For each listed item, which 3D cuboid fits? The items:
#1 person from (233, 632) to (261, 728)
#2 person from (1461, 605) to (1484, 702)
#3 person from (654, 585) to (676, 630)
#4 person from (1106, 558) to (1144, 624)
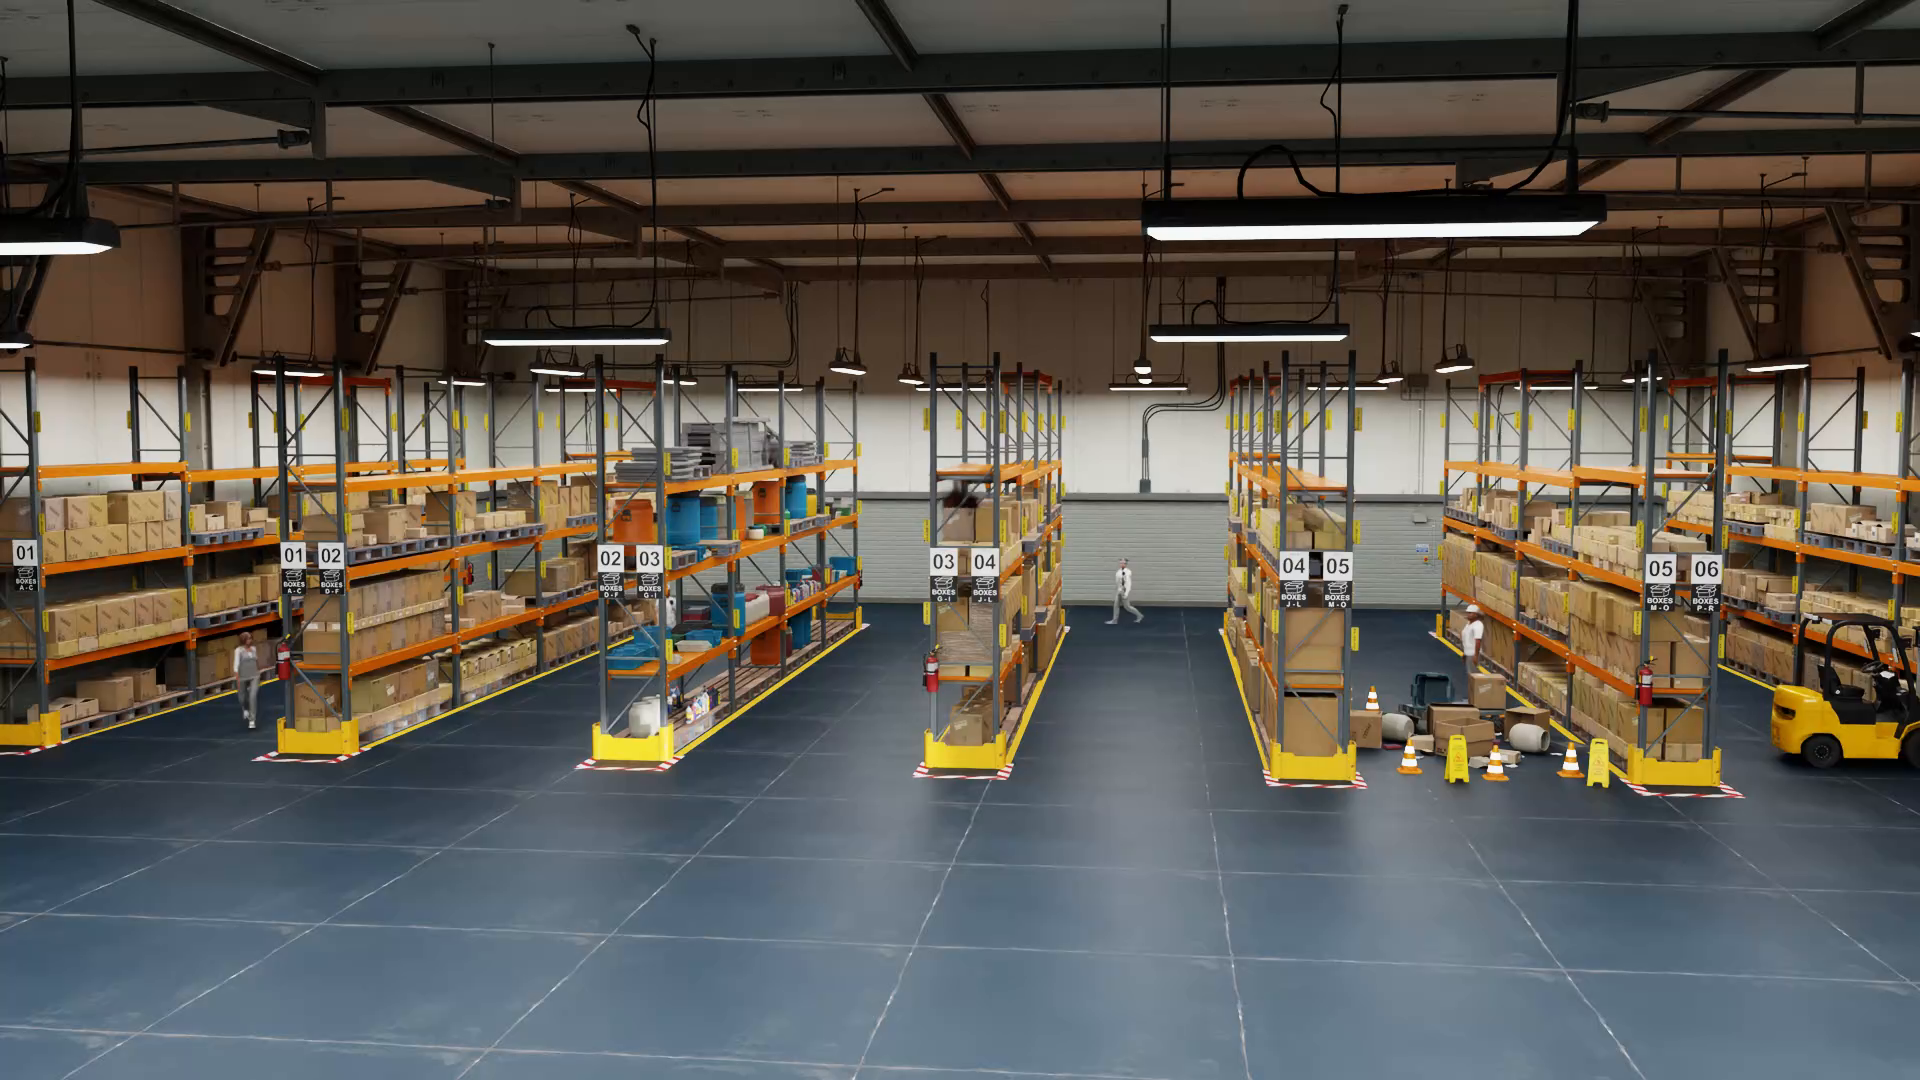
[{"bbox_3d":[-11.718,2.281,27.386,0.402,1.558,0.772,-1,4,-15],"label":"person"},{"bbox_3d":[9.081,2.033,29.463,0.371,1.766,0.631,1,4,14],"label":"person"},{"bbox_3d":[-6.075,1.735,34.490,0.489,1.632,0.665,0,4,5],"label":"person"},{"bbox_3d":[4.057,1.260,41.061,0.898,1.653,0.509,-1,4,-7],"label":"person"}]
